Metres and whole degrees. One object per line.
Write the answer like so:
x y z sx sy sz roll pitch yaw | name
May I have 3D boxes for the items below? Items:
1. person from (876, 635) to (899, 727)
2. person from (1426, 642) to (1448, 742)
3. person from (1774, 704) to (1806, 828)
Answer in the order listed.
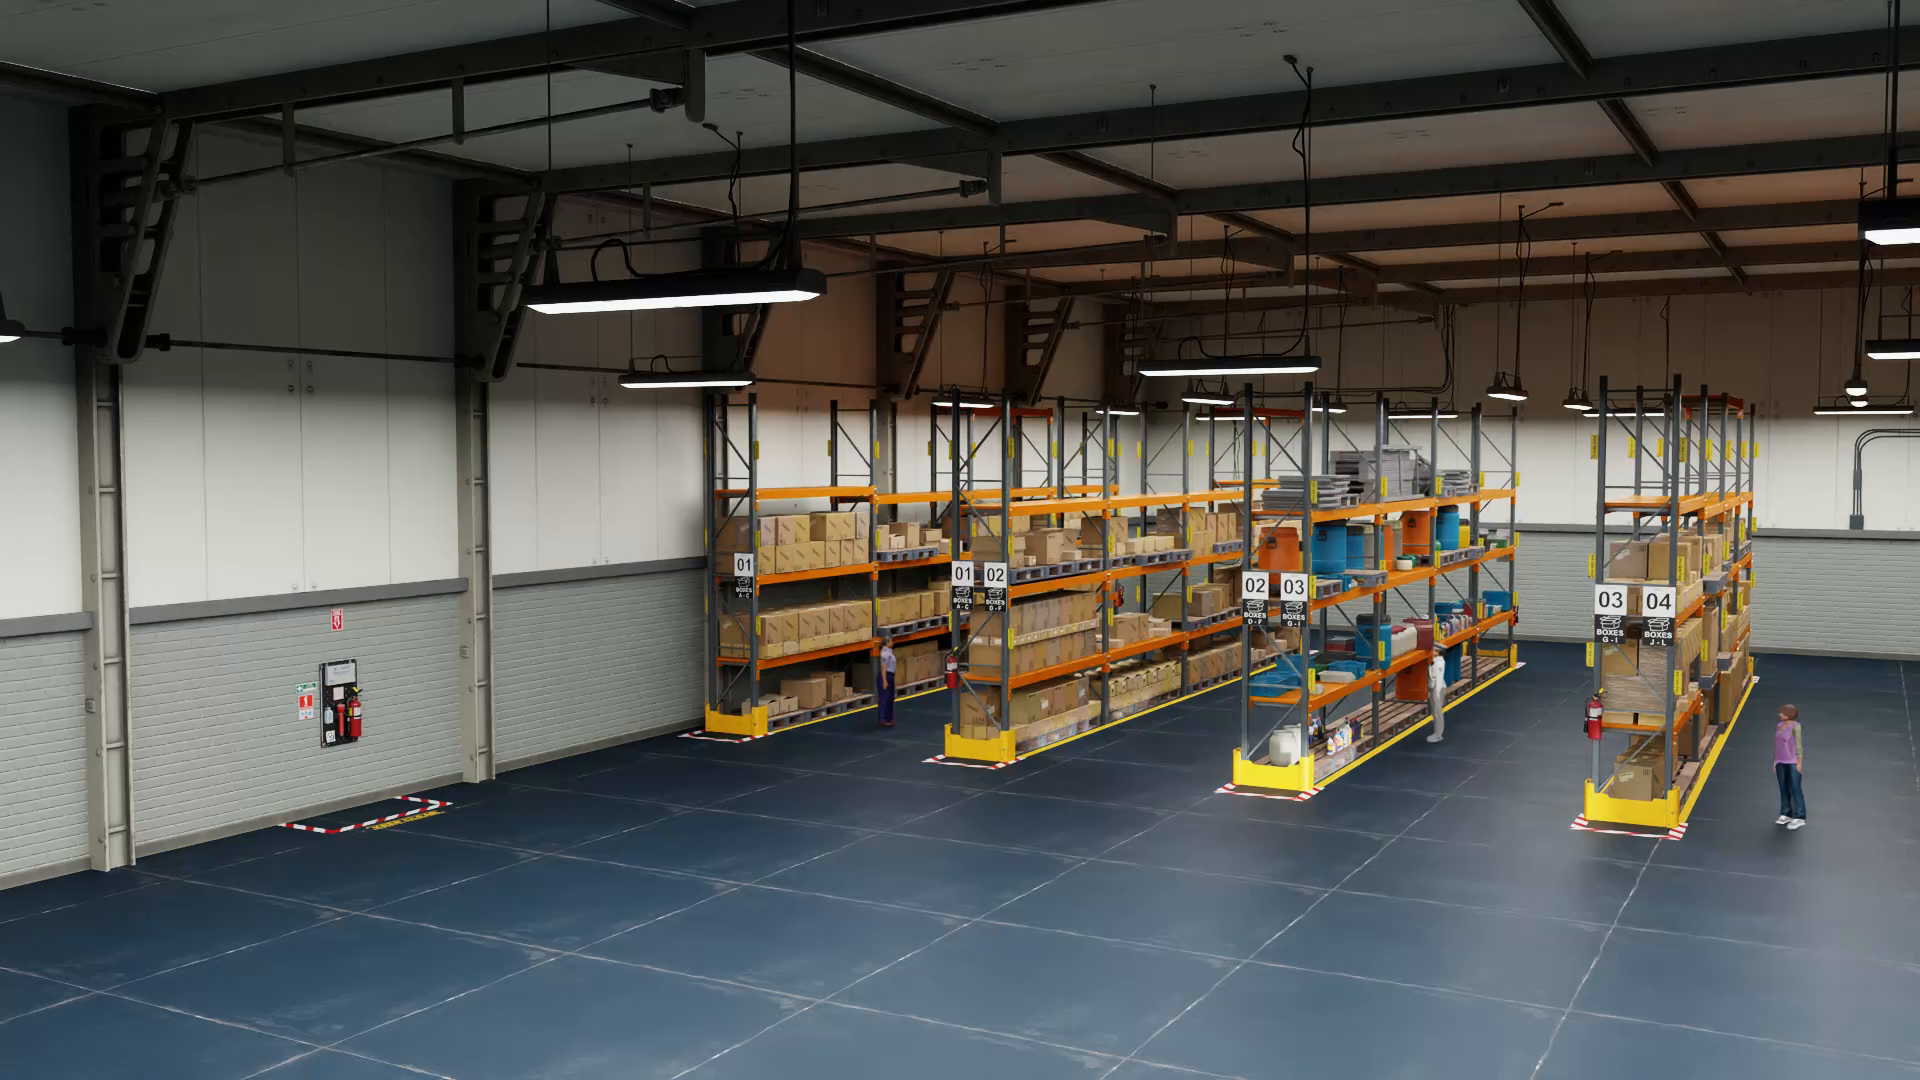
-1.317 2.574 30.227 0.402 1.695 0.548 0 3 4 | person
8.224 2.613 28.730 0.420 1.695 0.547 0 3 1 | person
11.061 3.004 22.206 0.373 1.597 0.494 -1 3 -23 | person
